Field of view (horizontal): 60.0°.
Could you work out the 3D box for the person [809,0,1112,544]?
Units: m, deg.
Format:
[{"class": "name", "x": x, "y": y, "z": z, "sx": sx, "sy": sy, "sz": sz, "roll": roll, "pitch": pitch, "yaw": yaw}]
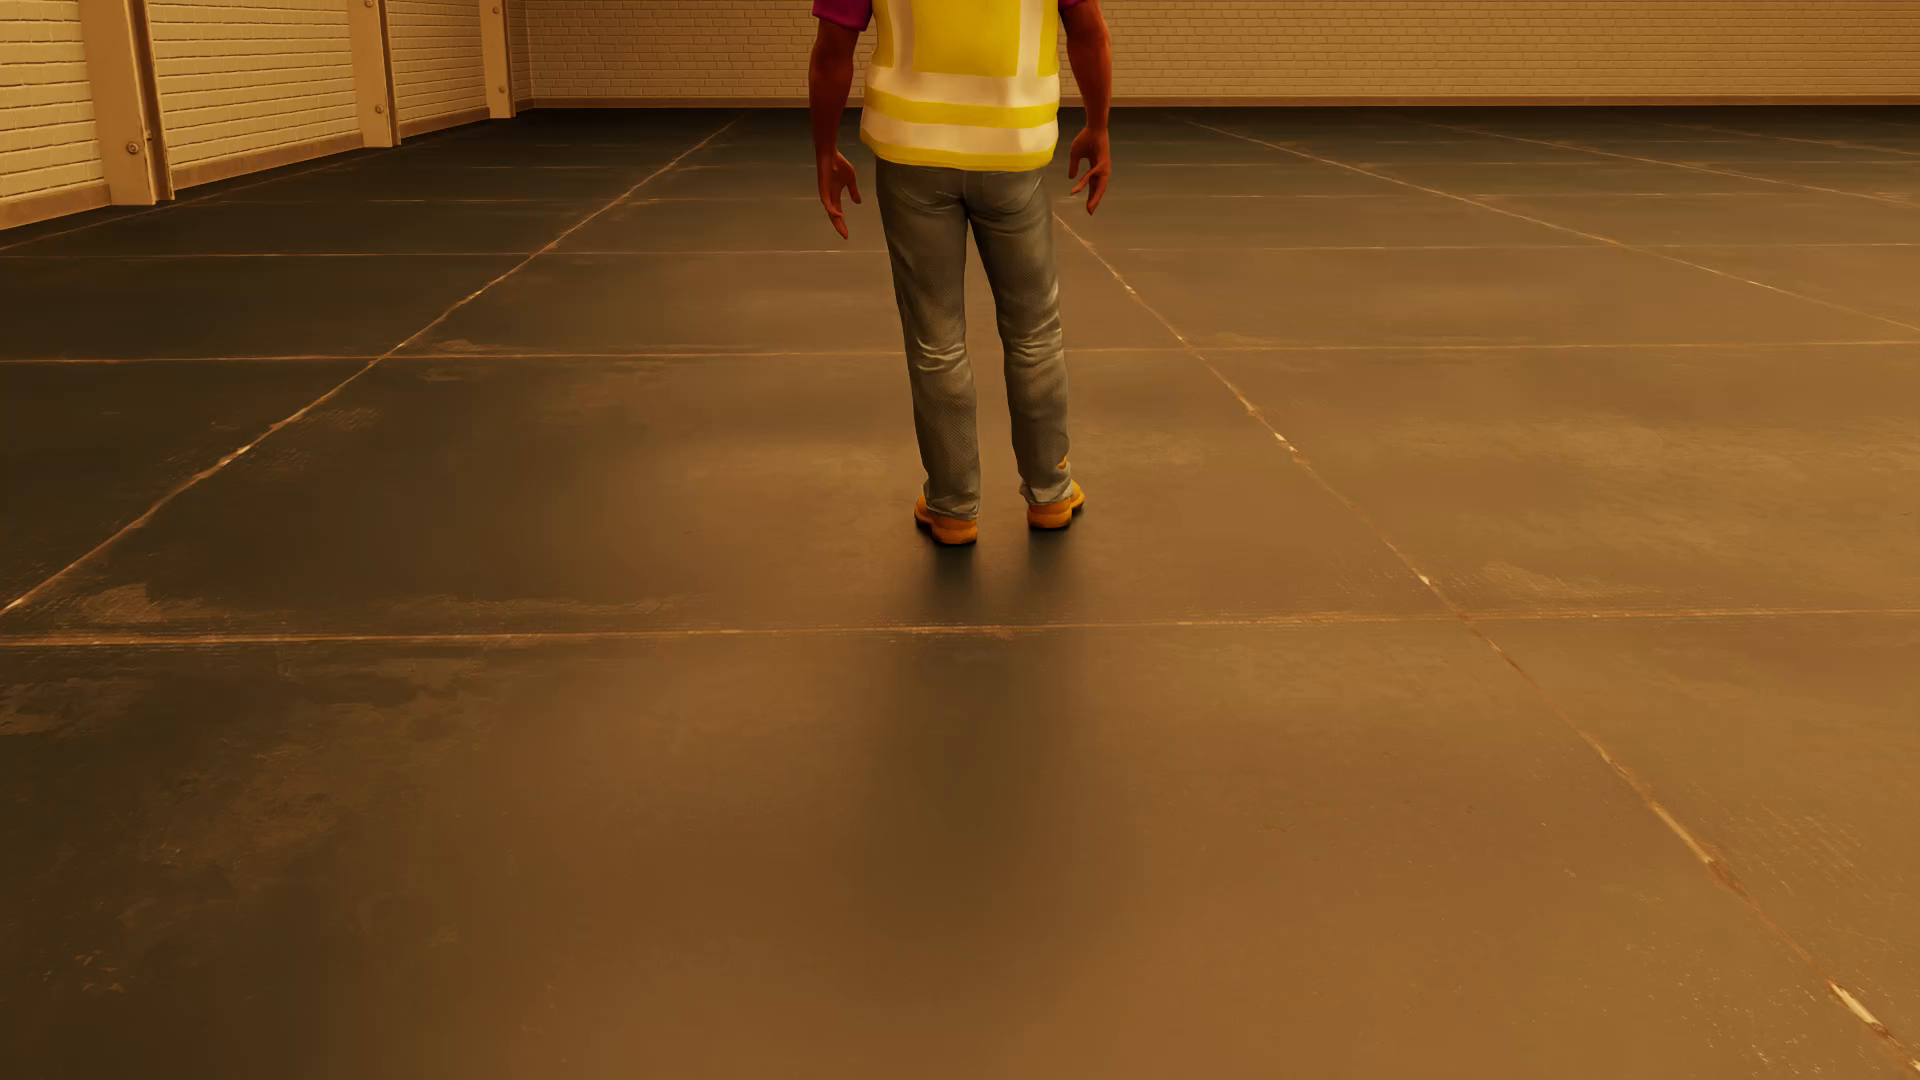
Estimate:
[{"class": "person", "x": 0.003, "y": -0.872, "z": 3.724, "sx": 0.665, "sy": 1.765, "sz": 0.577, "roll": -1, "pitch": 17, "yaw": -3}]
